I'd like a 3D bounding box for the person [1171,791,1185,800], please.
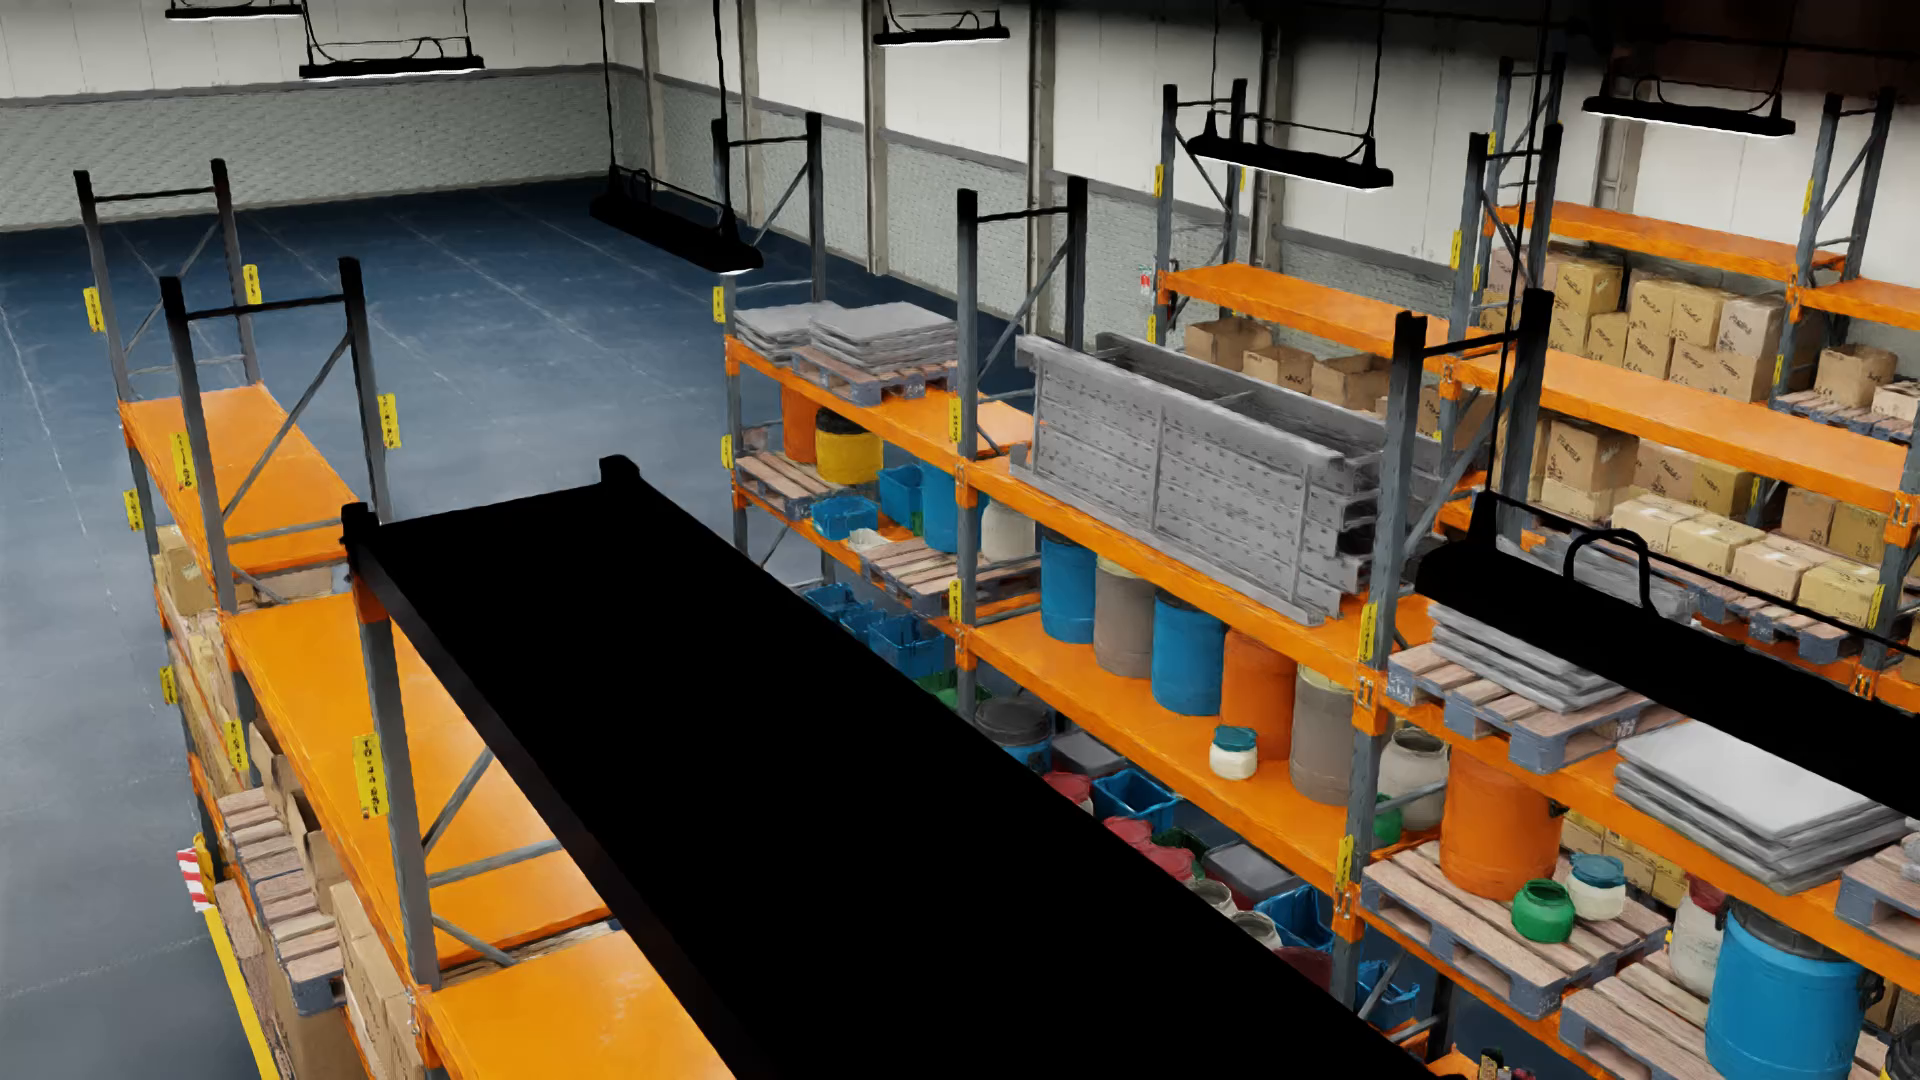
[{"bbox_3d":[2.051,1.566,15.242,0.517,1.675,0.414,12,25,27],"label":"person"}]
